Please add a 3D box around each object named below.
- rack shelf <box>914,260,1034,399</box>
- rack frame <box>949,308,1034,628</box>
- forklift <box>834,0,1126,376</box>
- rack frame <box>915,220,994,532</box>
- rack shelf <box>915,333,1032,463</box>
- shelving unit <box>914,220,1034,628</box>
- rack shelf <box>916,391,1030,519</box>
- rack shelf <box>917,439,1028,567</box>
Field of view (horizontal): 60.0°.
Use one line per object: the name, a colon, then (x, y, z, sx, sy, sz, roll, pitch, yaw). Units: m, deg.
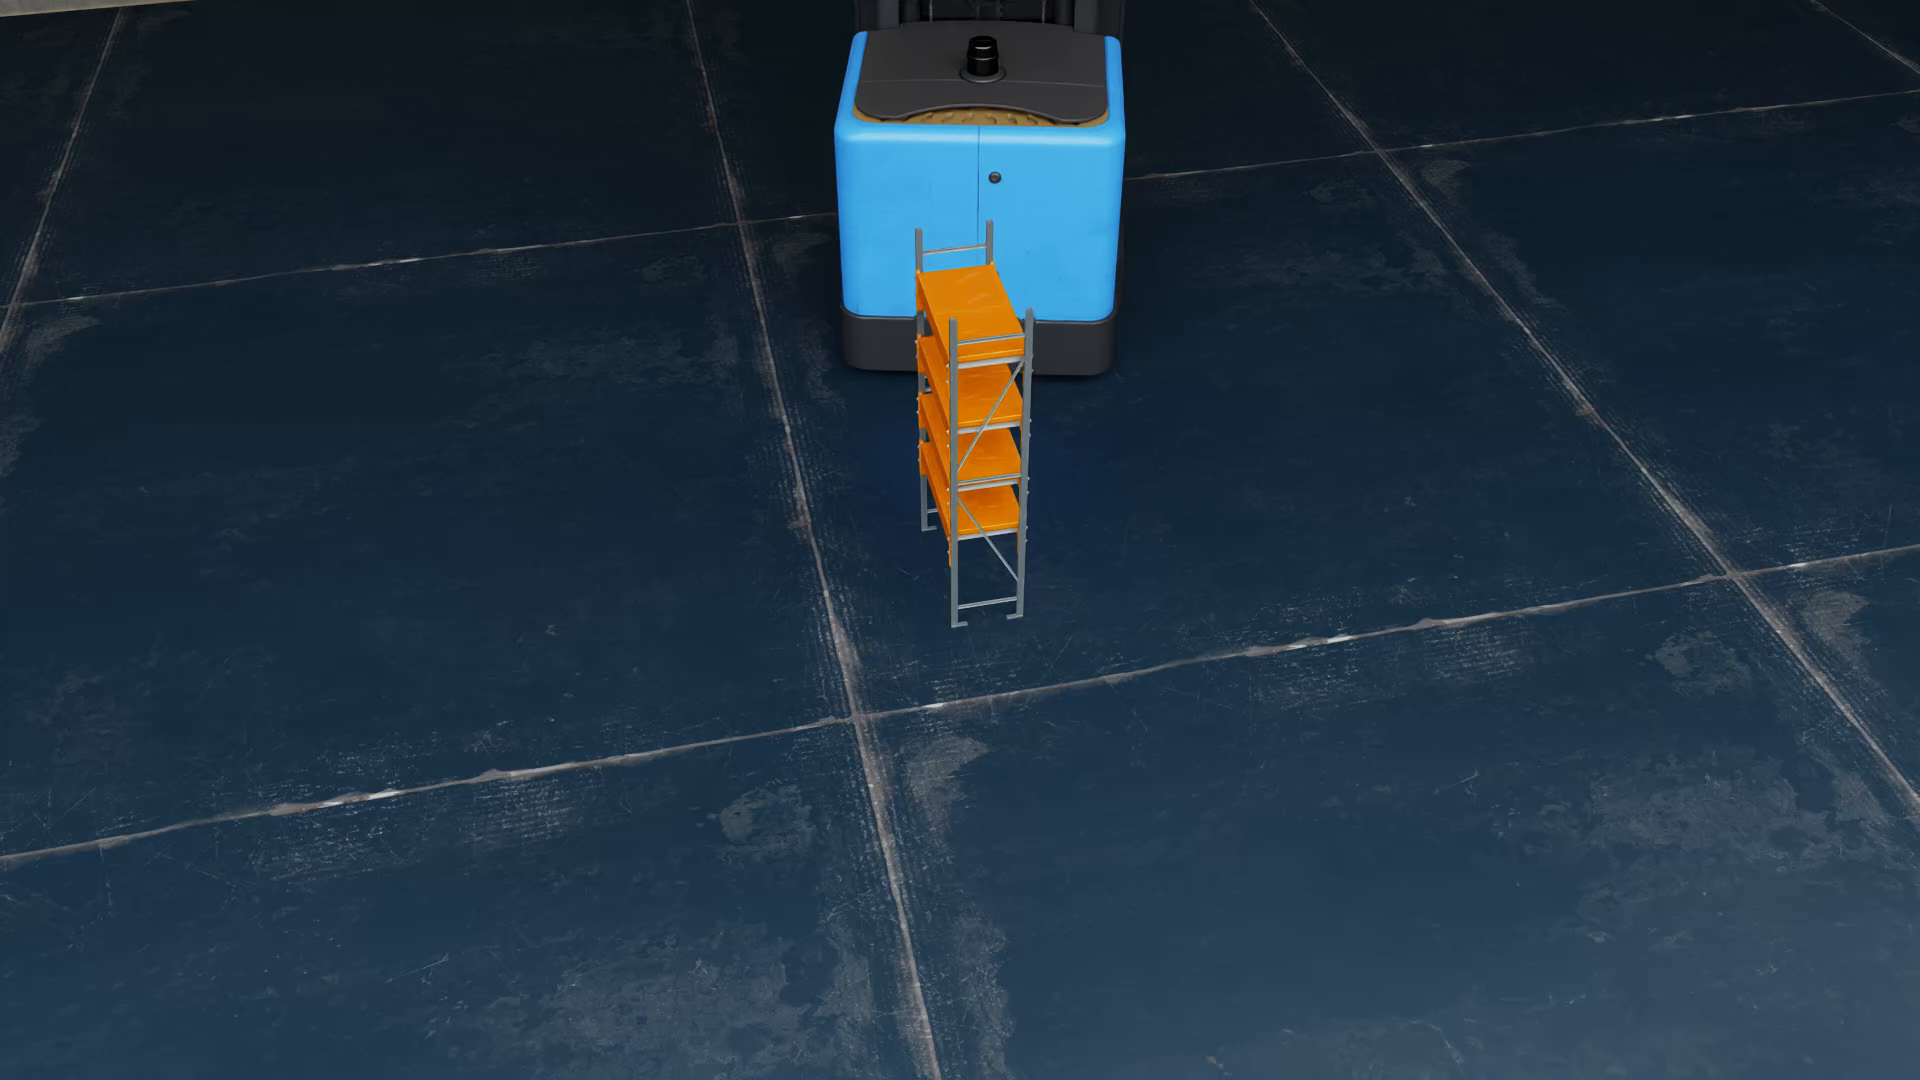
rack shelf: (0.036, -0.635, 4.970, 0.258, 0.148, 0.480, -8, 42, -9)
rack frame: (0.088, -0.183, 5.053, 0.240, 1.200, 0.015, -8, 42, -9)
forklift: (0.131, -2.685, 6.567, 1.130, 2.935, 3.031, 2, 42, 2)
rack frame: (-0.017, -0.500, 5.409, 0.240, 1.200, 0.015, -8, 42, -9)
rack shelf: (0.036, -0.458, 5.127, 0.258, 0.148, 0.480, -8, 42, -9)
shelving unit: (0.036, -0.341, 5.231, 0.258, 1.200, 0.503, -8, 42, -9)
rack shelf: (0.036, -0.291, 5.275, 0.258, 0.148, 0.480, -8, 42, -9)
rack shelf: (0.036, -0.143, 5.407, 0.258, 0.148, 0.480, -8, 42, -9)
